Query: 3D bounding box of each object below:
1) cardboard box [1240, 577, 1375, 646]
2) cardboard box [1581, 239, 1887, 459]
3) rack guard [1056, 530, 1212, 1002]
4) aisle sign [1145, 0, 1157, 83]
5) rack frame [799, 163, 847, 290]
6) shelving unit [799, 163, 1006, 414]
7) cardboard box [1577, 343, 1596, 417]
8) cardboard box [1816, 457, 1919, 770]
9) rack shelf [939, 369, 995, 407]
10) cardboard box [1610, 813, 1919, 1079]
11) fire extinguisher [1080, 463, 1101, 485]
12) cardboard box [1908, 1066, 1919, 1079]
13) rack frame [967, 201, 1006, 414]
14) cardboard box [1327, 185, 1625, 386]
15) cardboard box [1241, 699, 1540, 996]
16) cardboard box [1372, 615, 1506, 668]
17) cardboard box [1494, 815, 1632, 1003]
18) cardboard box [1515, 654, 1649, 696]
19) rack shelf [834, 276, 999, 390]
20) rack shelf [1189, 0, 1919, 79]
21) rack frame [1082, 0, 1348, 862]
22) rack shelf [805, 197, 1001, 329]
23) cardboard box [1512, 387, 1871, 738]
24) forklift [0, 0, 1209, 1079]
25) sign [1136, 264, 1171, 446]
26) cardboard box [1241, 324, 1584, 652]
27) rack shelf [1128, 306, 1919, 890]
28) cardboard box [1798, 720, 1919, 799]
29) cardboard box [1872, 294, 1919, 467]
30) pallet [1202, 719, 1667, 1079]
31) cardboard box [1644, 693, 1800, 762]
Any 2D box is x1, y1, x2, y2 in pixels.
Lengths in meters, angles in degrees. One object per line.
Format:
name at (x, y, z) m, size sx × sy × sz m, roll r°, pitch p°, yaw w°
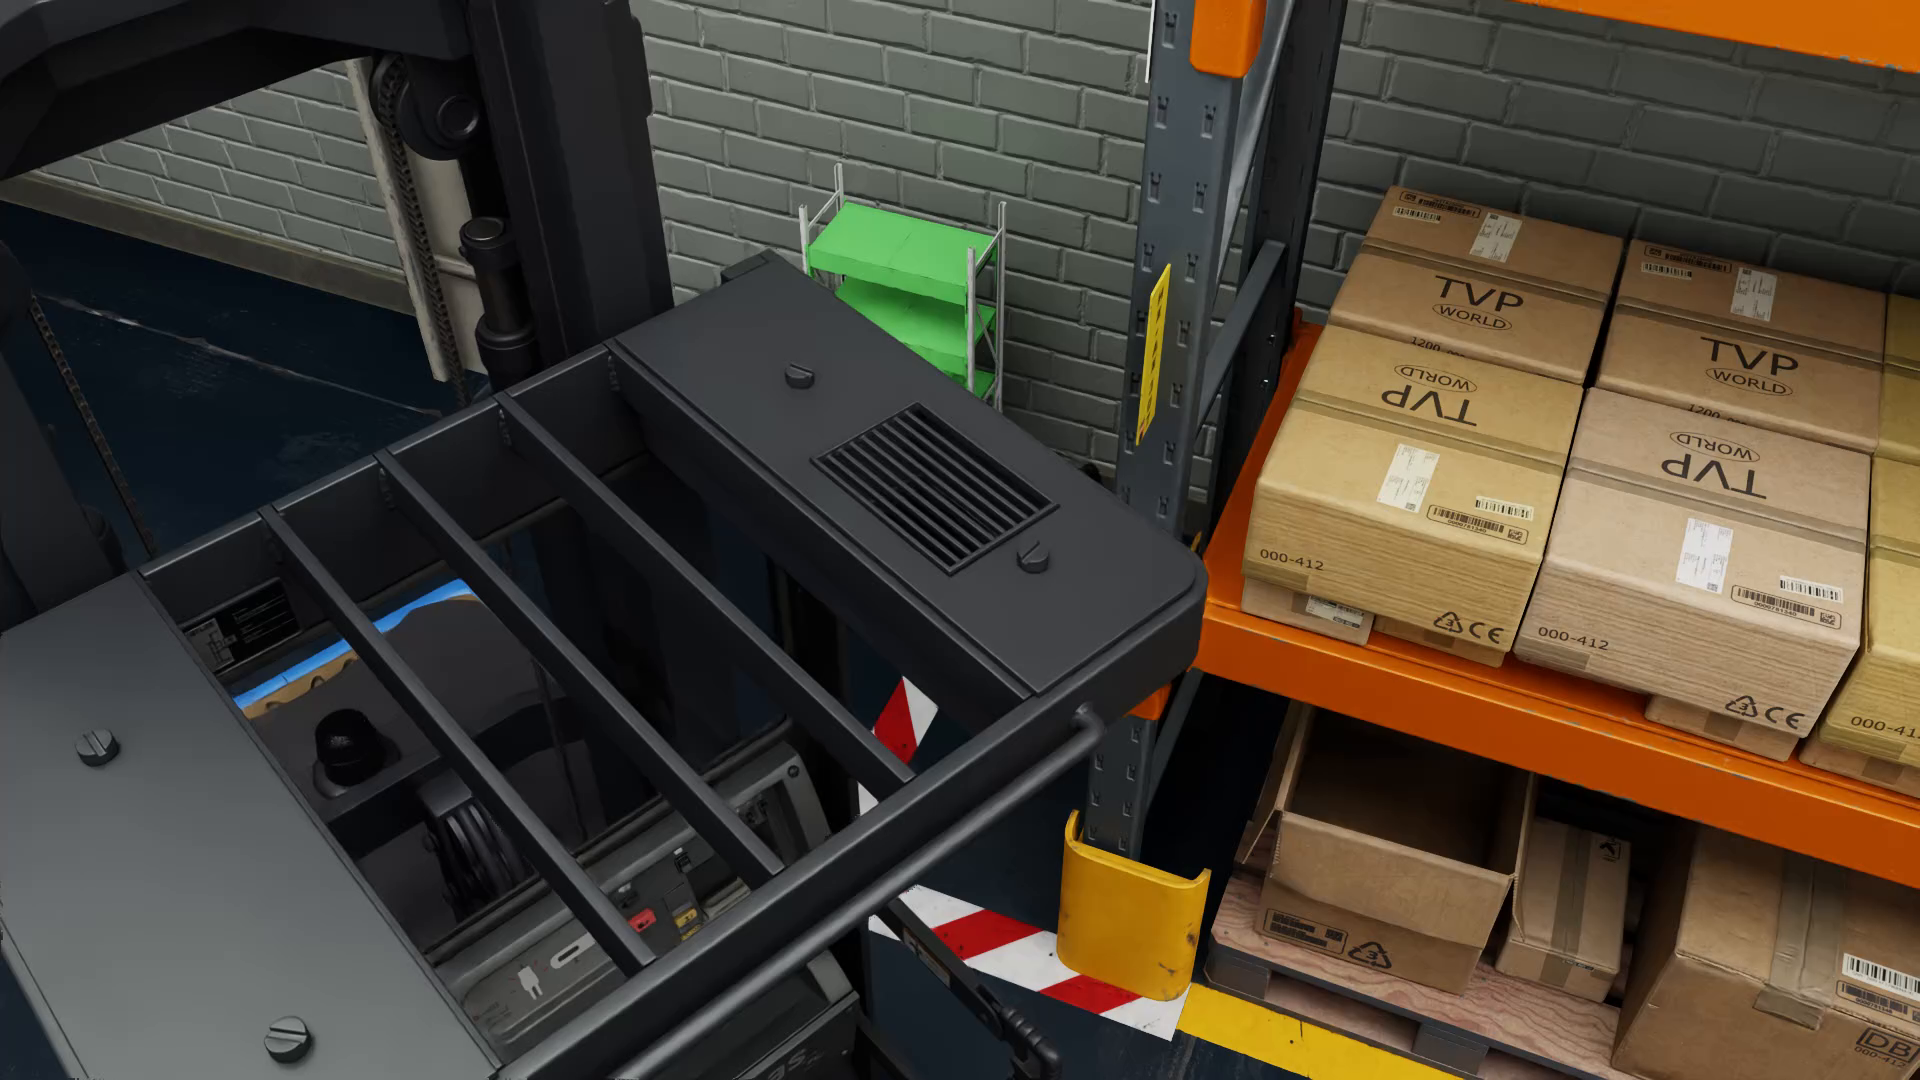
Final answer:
cardboard box at (0.735, 0.000, 3.302) m, size 0.250 × 0.149 × 0.380 m, roll 16°, pitch 47°, yaw 16°
cardboard box at (1.539, -0.317, 3.337) m, size 0.500 × 0.250 × 0.500 m, roll 17°, pitch 47°, yaw 16°
rack guard at (0.607, 0.549, 4.343) m, size 0.348 × 0.500 × 1.175 m, roll 16°, pitch 47°, yaw 16°
aisle sign at (0.361, -1.106, 2.392) m, size 0.004 × 0.787 × 0.394 m, roll 16°, pitch 47°, yaw 16°
rack frame at (-0.378, -0.537, 4.939) m, size 0.015 × 1.200 × 0.240 m, roll 16°, pitch 47°, yaw 16°
shelving unit at (-0.153, -0.470, 4.872) m, size 0.503 × 1.200 × 0.258 m, roll 16°, pitch 47°, yaw 16°
cardboard box at (1.434, -0.228, 3.530) m, size 0.250 × 0.149 × 0.380 m, roll 15°, pitch 47°, yaw 15°
cardboard box at (1.786, 0.161, 2.857) m, size 0.500 × 0.250 × 0.500 m, roll 16°, pitch 47°, yaw 15°
rack shelf at (-0.153, -0.425, 4.917) m, size 0.480 × 0.148 × 0.258 m, roll 16°, pitch 47°, yaw 16°
cardboard box at (1.839, 0.865, 3.728) m, size 0.500 × 0.500 × 0.700 m, roll 18°, pitch 48°, yaw 17°
fire extinguisher at (0.223, 0.063, 3.379) m, size 0.183 × 0.674 × 0.296 m, roll 16°, pitch 47°, yaw 16°
cardboard box at (2.288, 1.074, 3.519) m, size 0.500 × 0.500 × 0.500 m, roll 17°, pitch 47°, yaw 17°
rack frame at (0.072, -0.404, 4.805) m, size 0.015 × 1.200 × 0.240 m, roll 16°, pitch 47°, yaw 16°
cardboard box at (1.064, -0.457, 3.478) m, size 0.500 × 0.250 × 0.500 m, roll 18°, pitch 48°, yaw 17°
cardboard box at (1.065, 0.607, 3.986) m, size 0.637 × 0.503 × 0.797 m, roll 15°, pitch 47°, yaw 14°
cardboard box at (0.987, 0.039, 3.263) m, size 0.250 × 0.149 × 0.380 m, roll 17°, pitch 47°, yaw 17°
cardboard box at (1.442, 0.873, 3.969) m, size 0.250 × 0.149 × 0.380 m, roll 15°, pitch 47°, yaw 14°
cardboard box at (1.243, 0.087, 3.214) m, size 0.250 × 0.149 × 0.380 m, roll 16°, pitch 47°, yaw 15°
rack shelf at (-0.153, -0.595, 4.748) m, size 0.480 × 0.148 × 0.258 m, roll 16°, pitch 47°, yaw 16°
rack shelf at (2.383, -0.622, 2.132) m, size 4.000 × 0.370 × 1.077 m, roll 16°, pitch 47°, yaw 16°
rack frame at (0.537, -0.357, 3.482) m, size 0.127 × 3.000 × 1.000 m, roll 16°, pitch 47°, yaw 16°
rack shelf at (-0.153, -0.765, 4.579) m, size 0.480 × 0.148 × 0.258 m, roll 16°, pitch 47°, yaw 16°
cardboard box at (1.317, 0.026, 2.993) m, size 0.500 × 0.250 × 0.500 m, roll 17°, pitch 47°, yaw 16°
forklift at (-0.438, 0.774, 2.394) m, size 1.130 × 2.935 × 3.031 m, roll -32°, pitch 53°, yaw -28°
sign at (0.328, -0.311, 2.822) m, size 0.005 × 0.325 × 0.100 m, roll 16°, pitch 47°, yaw 16°
cardboard box at (0.852, -0.111, 3.130) m, size 0.500 × 0.250 × 0.500 m, roll 17°, pitch 47°, yaw 16°
rack shelf at (2.383, 0.441, 3.190) m, size 4.000 × 0.370 × 1.077 m, roll 16°, pitch 47°, yaw 16°
cardboard box at (1.700, 0.264, 3.036) m, size 0.250 × 0.149 × 0.380 m, roll 17°, pitch 47°, yaw 16°
cardboard box at (1.994, -0.179, 3.199) m, size 0.500 × 0.250 × 0.500 m, roll 18°, pitch 48°, yaw 17°
pallet at (1.343, 0.868, 4.228) m, size 1.213 × 0.211 × 1.003 m, roll 16°, pitch 47°, yaw 16°
cardboard box at (1.453, 0.196, 3.105) m, size 0.250 × 0.149 × 0.380 m, roll 18°, pitch 48°, yaw 17°
